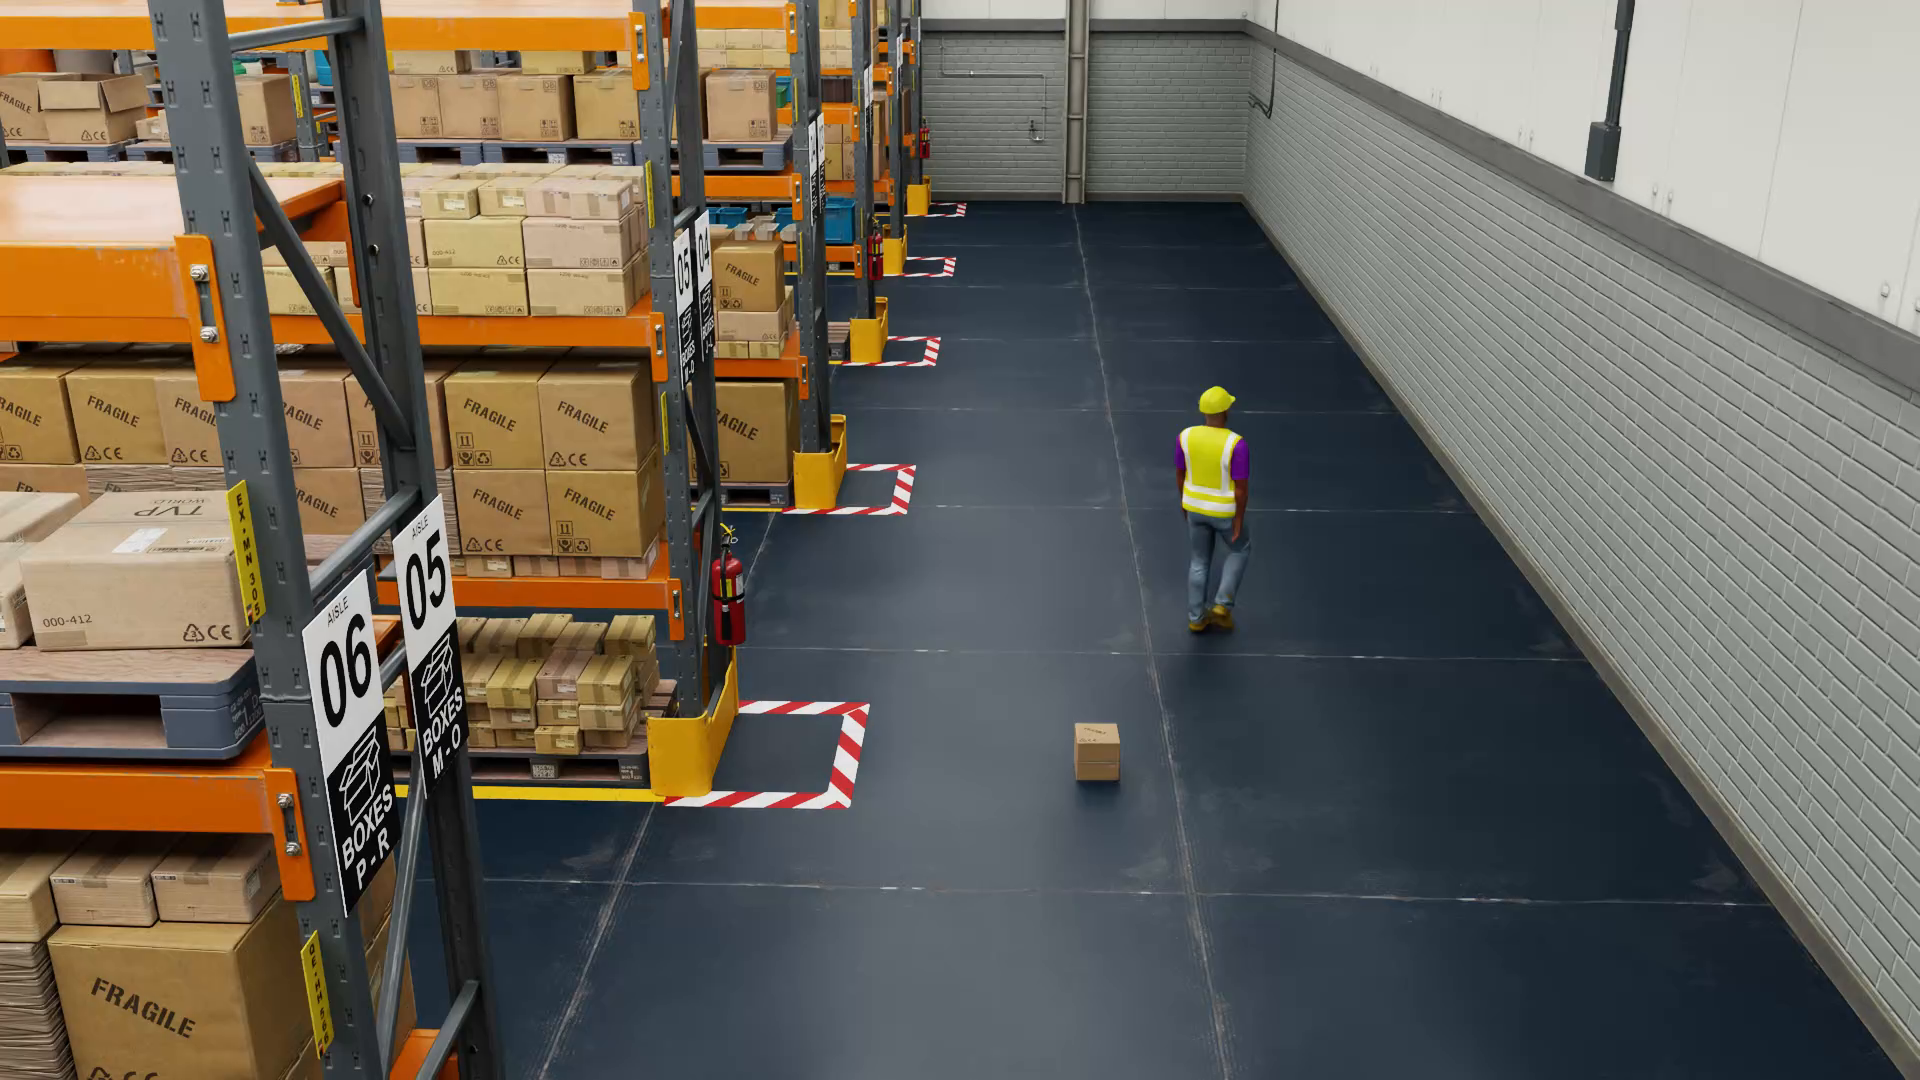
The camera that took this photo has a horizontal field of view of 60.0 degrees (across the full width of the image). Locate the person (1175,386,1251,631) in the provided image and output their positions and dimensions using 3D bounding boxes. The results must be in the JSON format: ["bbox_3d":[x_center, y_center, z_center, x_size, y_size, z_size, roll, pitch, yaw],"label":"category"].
[{"bbox_3d":[1.779,-0.216,11.598,0.563,1.797,0.461,11,23,28],"label":"person"}]
